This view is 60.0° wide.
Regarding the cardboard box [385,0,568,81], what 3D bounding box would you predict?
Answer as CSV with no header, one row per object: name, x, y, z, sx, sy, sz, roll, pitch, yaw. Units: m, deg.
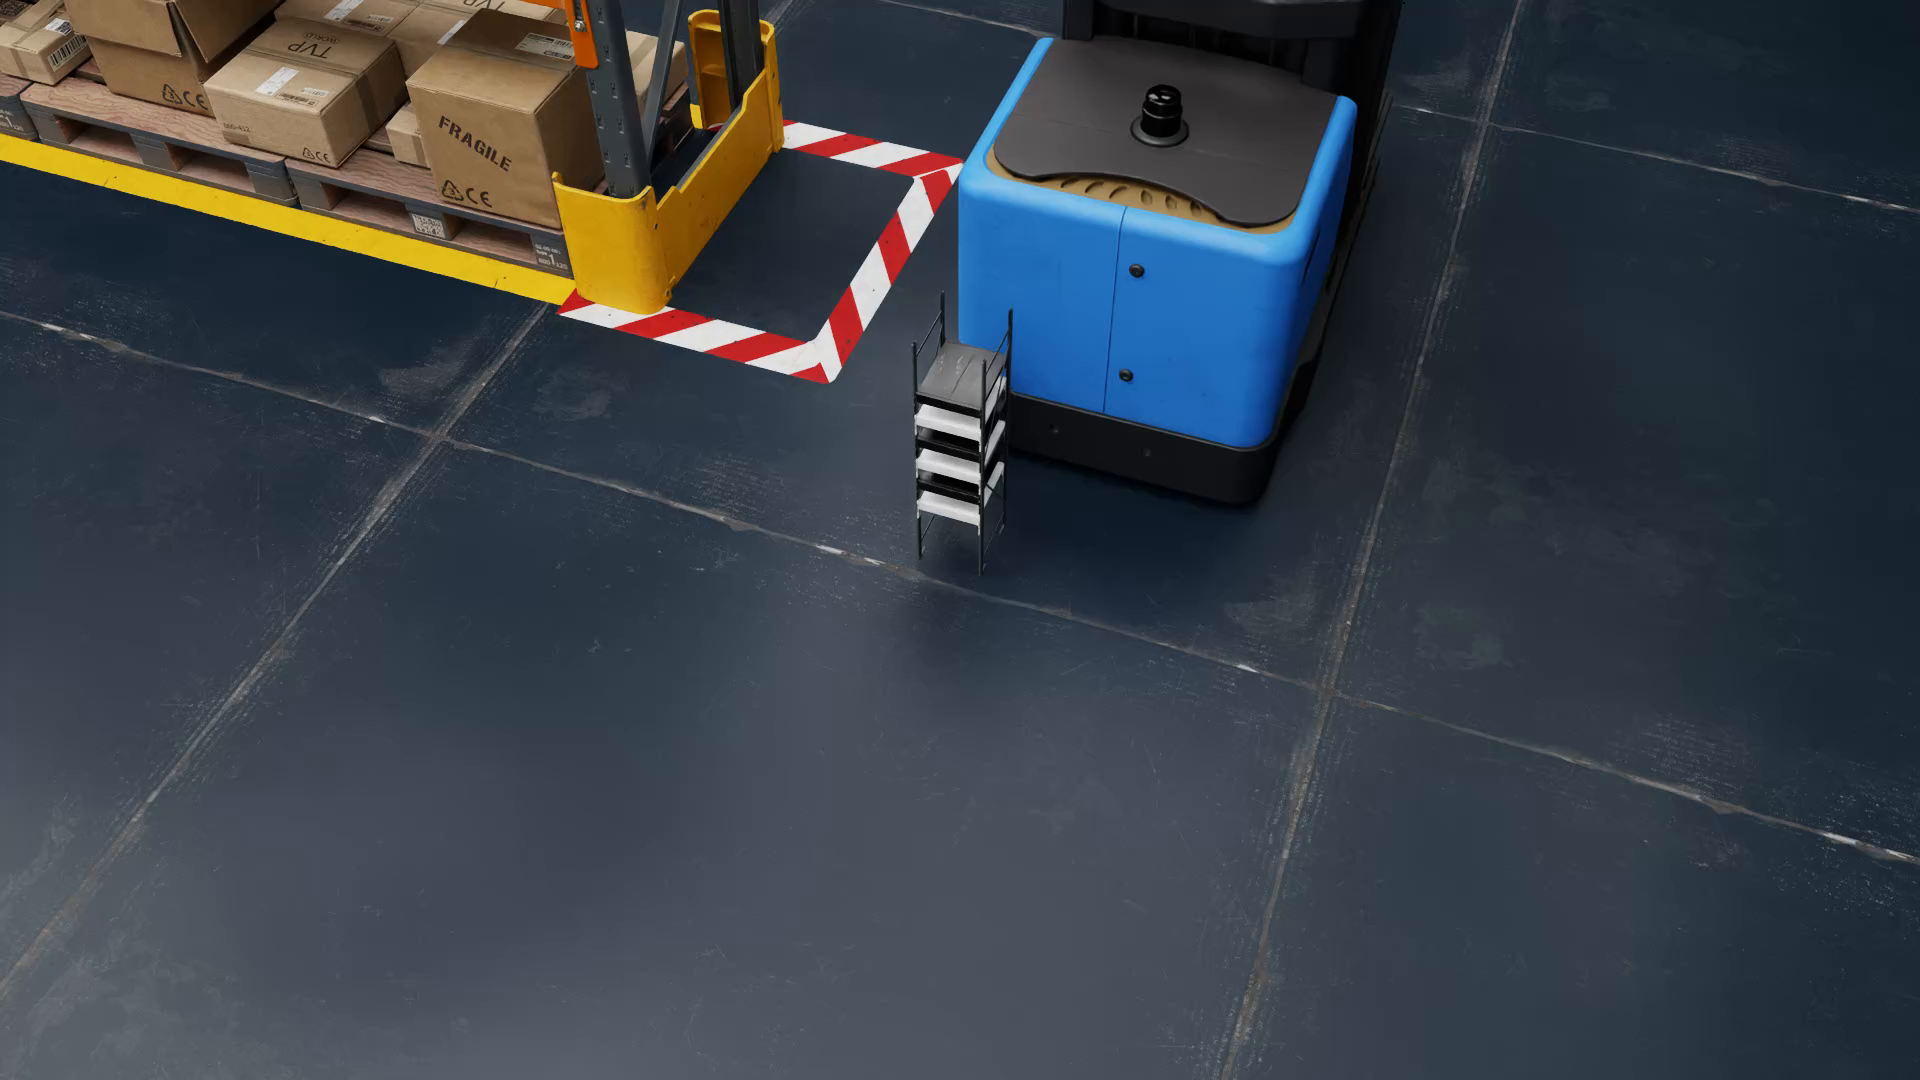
cardboard box,-1.853,-1.930,6.467,0.500,0.250,0.500,16,51,13

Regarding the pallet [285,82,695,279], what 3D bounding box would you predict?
pallet,-1.792,-1.527,6.434,1.213,0.211,1.003,16,51,13

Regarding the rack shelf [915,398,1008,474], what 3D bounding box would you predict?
rack shelf,0.008,-0.330,4.865,0.200,0.077,0.258,16,51,13

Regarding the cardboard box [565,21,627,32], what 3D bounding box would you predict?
cardboard box,-1.481,-1.847,6.450,0.250,0.166,0.380,16,51,13

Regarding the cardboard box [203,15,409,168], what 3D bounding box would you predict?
cardboard box,-2.449,-1.694,6.261,0.500,0.250,0.500,16,51,13

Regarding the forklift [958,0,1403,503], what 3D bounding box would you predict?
forklift,0.959,-2.216,5.231,1.130,2.935,3.031,15,51,13

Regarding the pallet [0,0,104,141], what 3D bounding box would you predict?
pallet,-4.081,-2.166,6.988,1.213,0.211,1.003,16,51,13

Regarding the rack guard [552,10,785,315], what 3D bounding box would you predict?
rack guard,-1.044,-1.414,6.144,0.348,0.500,1.175,16,51,13

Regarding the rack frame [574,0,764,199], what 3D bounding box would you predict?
rack frame,-0.973,-2.212,5.183,0.127,3.000,1.000,16,51,13

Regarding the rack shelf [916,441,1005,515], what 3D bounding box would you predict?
rack shelf,0.008,-0.212,5.001,0.200,0.077,0.258,16,51,13

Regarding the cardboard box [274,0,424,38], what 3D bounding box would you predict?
cardboard box,-2.322,-2.061,6.580,0.500,0.250,0.500,16,51,13

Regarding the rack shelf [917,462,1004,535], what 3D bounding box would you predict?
rack shelf,0.008,-0.153,5.069,0.200,0.077,0.258,16,51,13

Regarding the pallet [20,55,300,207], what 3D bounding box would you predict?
pallet,-2.933,-1.848,6.712,1.213,0.211,1.003,16,51,13

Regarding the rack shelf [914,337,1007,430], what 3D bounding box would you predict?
rack shelf,0.008,-0.448,4.729,0.200,0.077,0.258,16,51,13

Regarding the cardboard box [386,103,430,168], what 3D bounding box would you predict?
cardboard box,-1.917,-1.566,6.206,0.250,0.166,0.380,16,51,13

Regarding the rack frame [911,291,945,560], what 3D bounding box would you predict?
rack frame,-0.088,-0.319,4.931,0.006,0.900,0.240,16,51,13

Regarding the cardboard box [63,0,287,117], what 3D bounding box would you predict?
cardboard box,-2.961,-2.098,6.444,0.637,0.503,0.797,16,51,13

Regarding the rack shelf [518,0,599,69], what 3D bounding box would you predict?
rack shelf,-2.849,-2.501,5.908,4.000,0.370,1.077,16,51,13

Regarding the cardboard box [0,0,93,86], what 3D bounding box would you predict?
cardboard box,-3.591,-1.993,6.576,0.250,0.166,0.380,16,51,13

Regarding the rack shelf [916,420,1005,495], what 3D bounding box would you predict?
rack shelf,0.008,-0.271,4.933,0.200,0.077,0.258,16,51,13

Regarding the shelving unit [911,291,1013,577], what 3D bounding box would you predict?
shelving unit,0.008,-0.293,4.908,0.210,0.900,0.258,16,51,13

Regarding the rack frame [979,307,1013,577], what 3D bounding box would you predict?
rack frame,0.103,-0.266,4.885,0.006,0.900,0.240,16,51,13

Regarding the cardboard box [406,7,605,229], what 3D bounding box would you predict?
cardboard box,-1.568,-1.506,5.933,0.500,0.500,0.500,16,51,13

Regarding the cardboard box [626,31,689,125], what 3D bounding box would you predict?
cardboard box,-1.246,-1.776,6.400,0.250,0.149,0.380,16,51,13

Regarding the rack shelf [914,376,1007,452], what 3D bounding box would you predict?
rack shelf,0.008,-0.389,4.797,0.200,0.077,0.258,16,51,13
